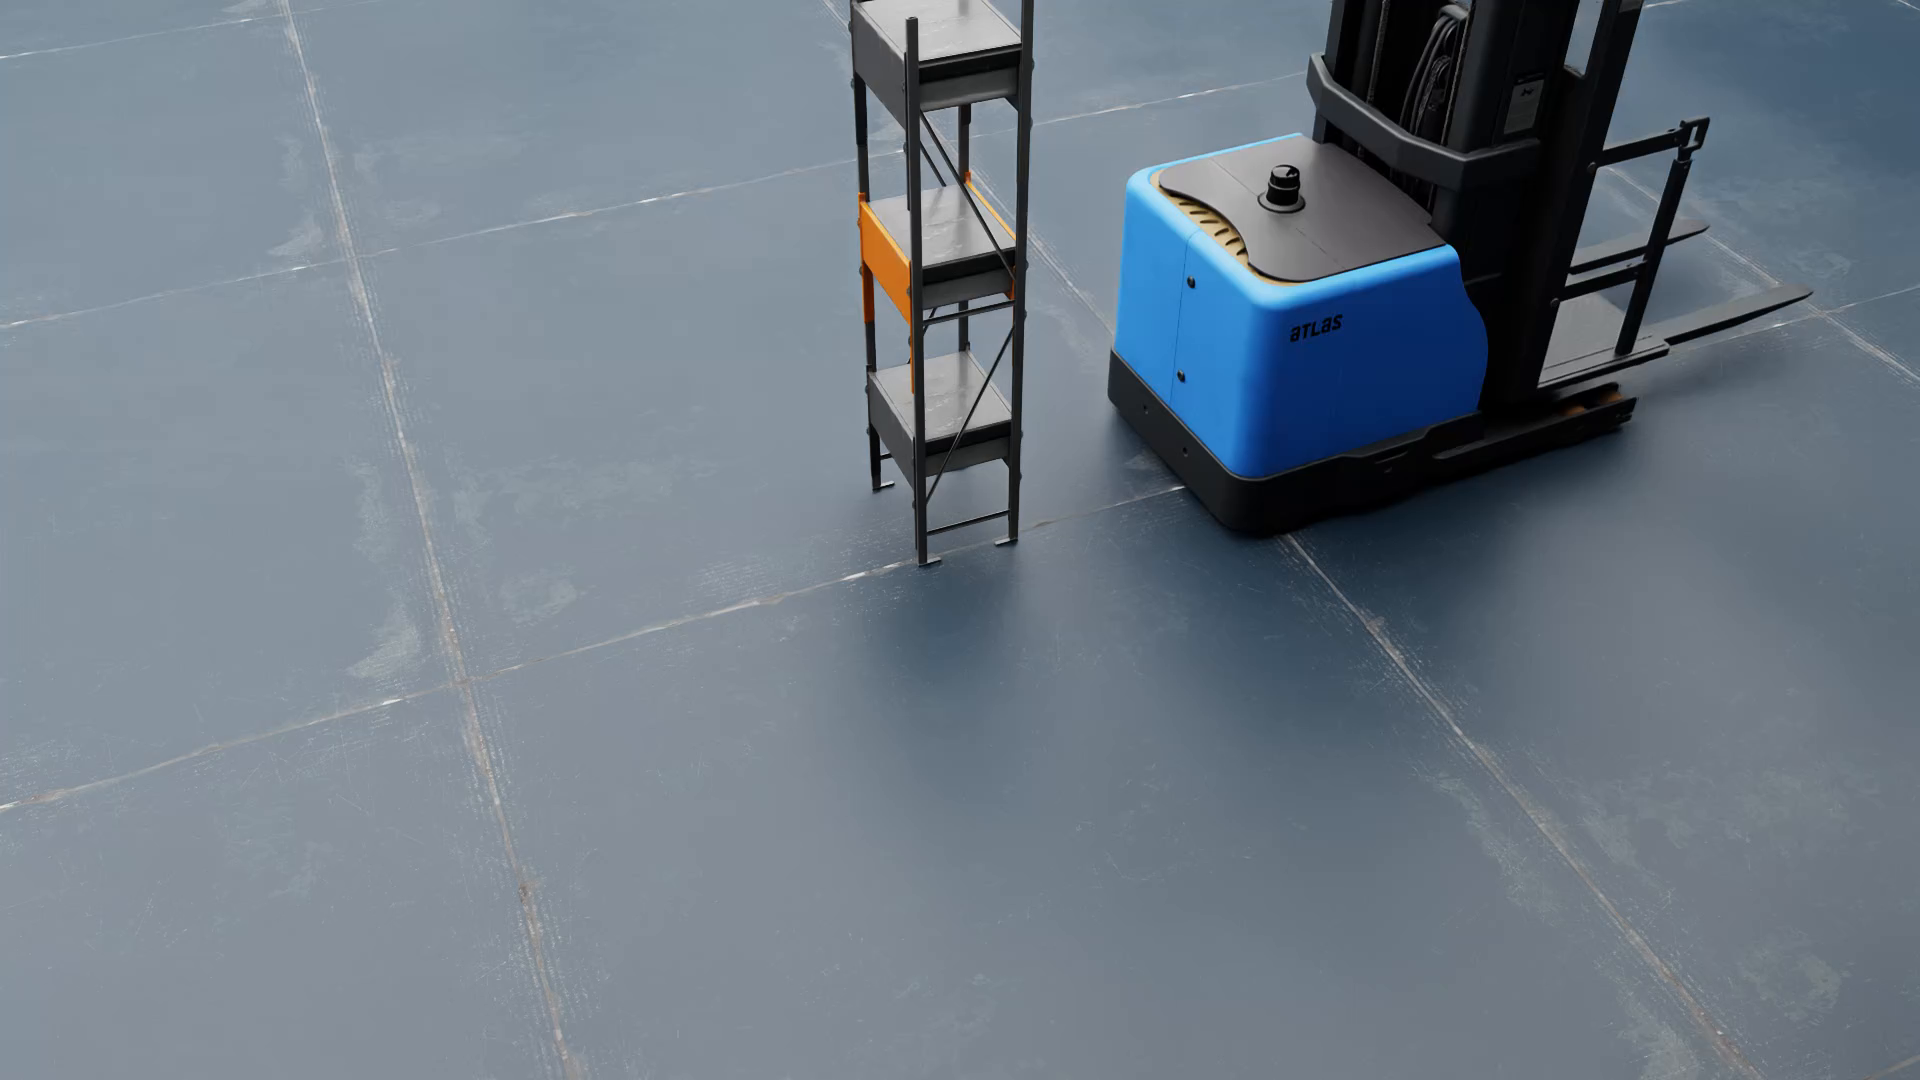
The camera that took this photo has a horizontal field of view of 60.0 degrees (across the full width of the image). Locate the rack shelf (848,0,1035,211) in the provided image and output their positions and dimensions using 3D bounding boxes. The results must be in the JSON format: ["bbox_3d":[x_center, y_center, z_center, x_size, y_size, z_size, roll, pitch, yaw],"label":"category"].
[{"bbox_3d":[-0.063,-1.416,5.234,0.431,0.518,0.480,-15,43,-17],"label":"rack shelf"}]

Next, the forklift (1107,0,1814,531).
[{"bbox_3d":[2.165,-1.795,6.089,3.031,2.935,1.130,-17,44,-19],"label":"forklift"}]

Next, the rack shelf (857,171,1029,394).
[{"bbox_3d":[-0.063,-0.886,5.690,0.431,0.518,0.480,-15,43,-17],"label":"rack shelf"}]

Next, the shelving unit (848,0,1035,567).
[{"bbox_3d":[-0.063,-0.896,5.681,0.431,2.100,0.503,-15,43,-17],"label":"shelving unit"}]

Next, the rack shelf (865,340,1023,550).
[{"bbox_3d":[-0.063,-0.355,6.147,0.431,0.518,0.480,-15,43,-17],"label":"rack shelf"}]

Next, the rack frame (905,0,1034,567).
[{"bbox_3d":[0.030,-0.749,5.510,0.400,2.100,0.015,-15,43,-17],"label":"rack frame"}]

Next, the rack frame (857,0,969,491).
[{"bbox_3d":[-0.157,-1.043,5.852,0.400,2.100,0.015,-15,43,-17],"label":"rack frame"}]
